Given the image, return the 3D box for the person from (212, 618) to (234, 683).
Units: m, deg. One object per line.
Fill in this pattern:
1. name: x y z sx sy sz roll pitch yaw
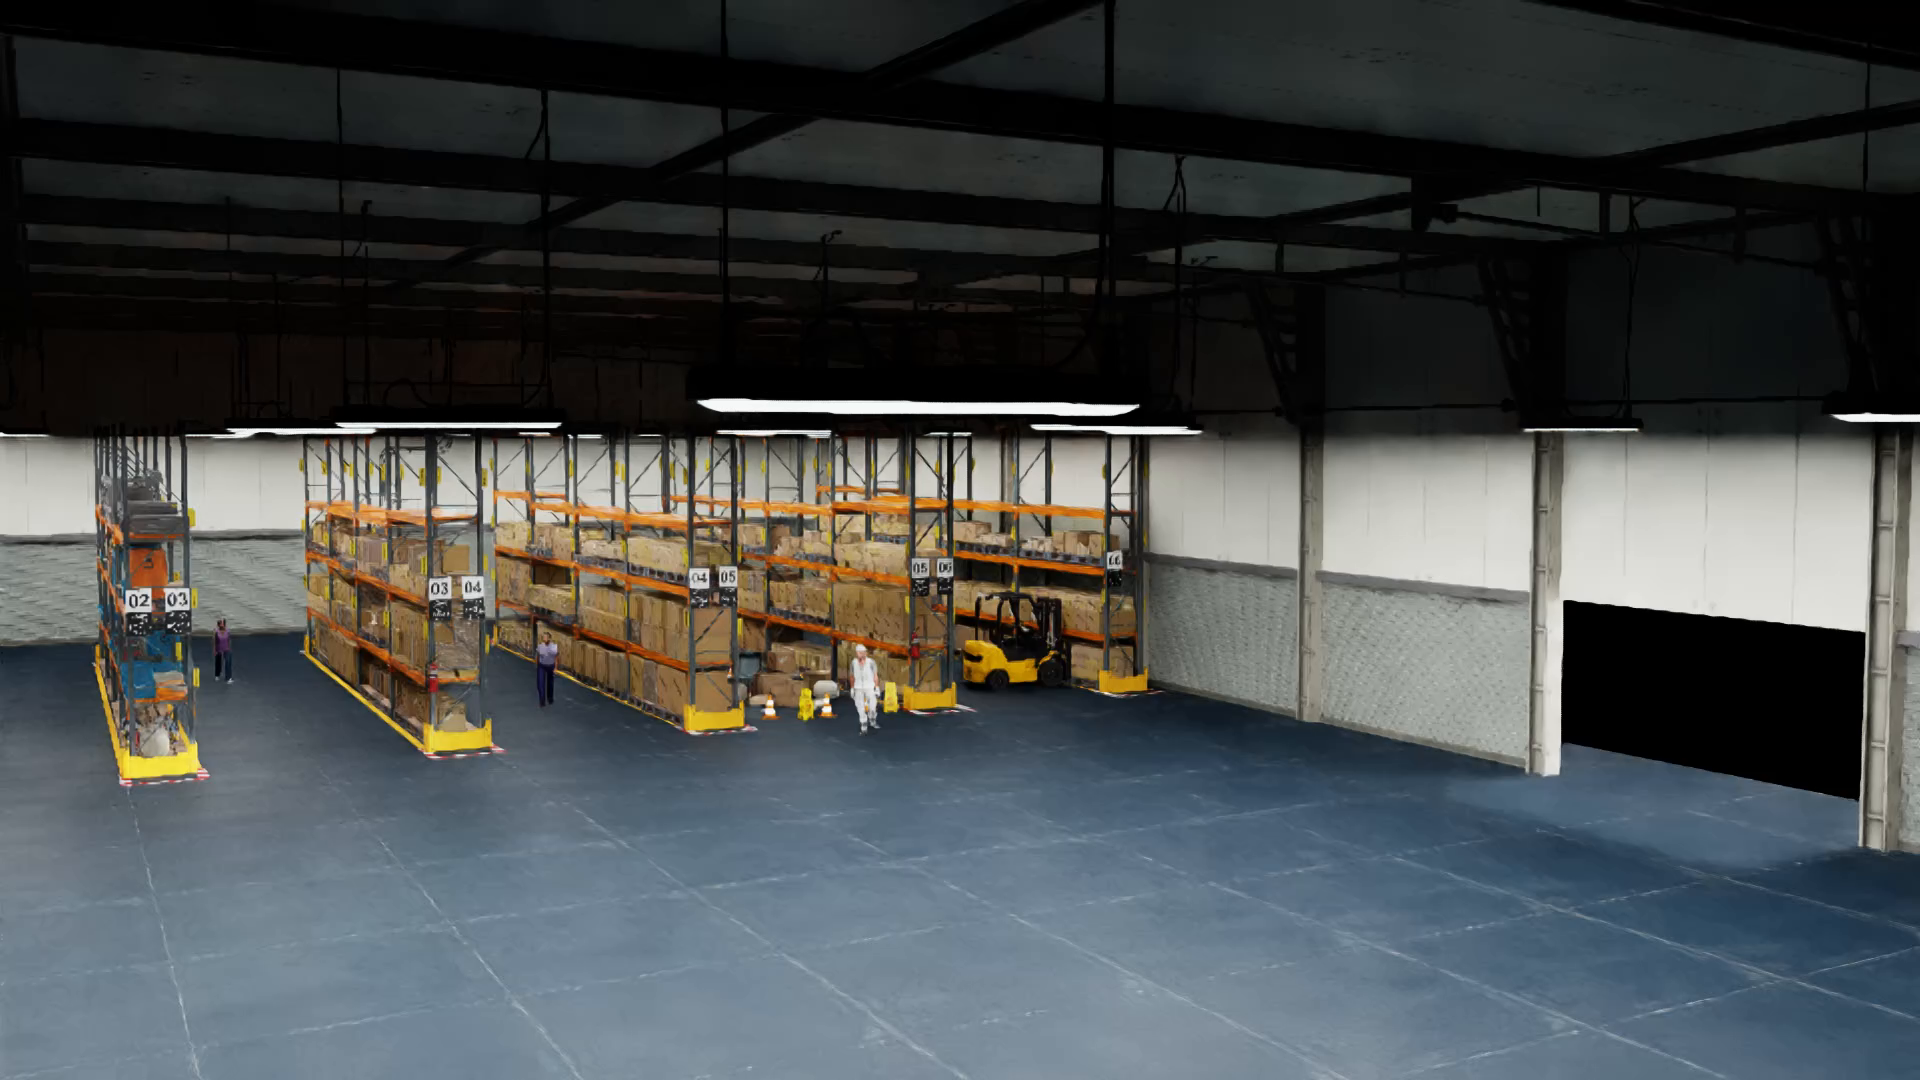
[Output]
1. person: -17.329 2.584 39.033 0.419 1.514 1.038 -2 4 -31

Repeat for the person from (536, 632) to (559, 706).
1. person: -8.877 2.752 35.796 0.477 1.580 0.994 -1 4 -20

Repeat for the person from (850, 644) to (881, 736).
1. person: -1.833 2.886 32.220 0.589 1.779 0.577 0 3 7

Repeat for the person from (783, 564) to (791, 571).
1. person: -5.405 1.602 53.232 0.709 1.777 0.473 2 4 32
